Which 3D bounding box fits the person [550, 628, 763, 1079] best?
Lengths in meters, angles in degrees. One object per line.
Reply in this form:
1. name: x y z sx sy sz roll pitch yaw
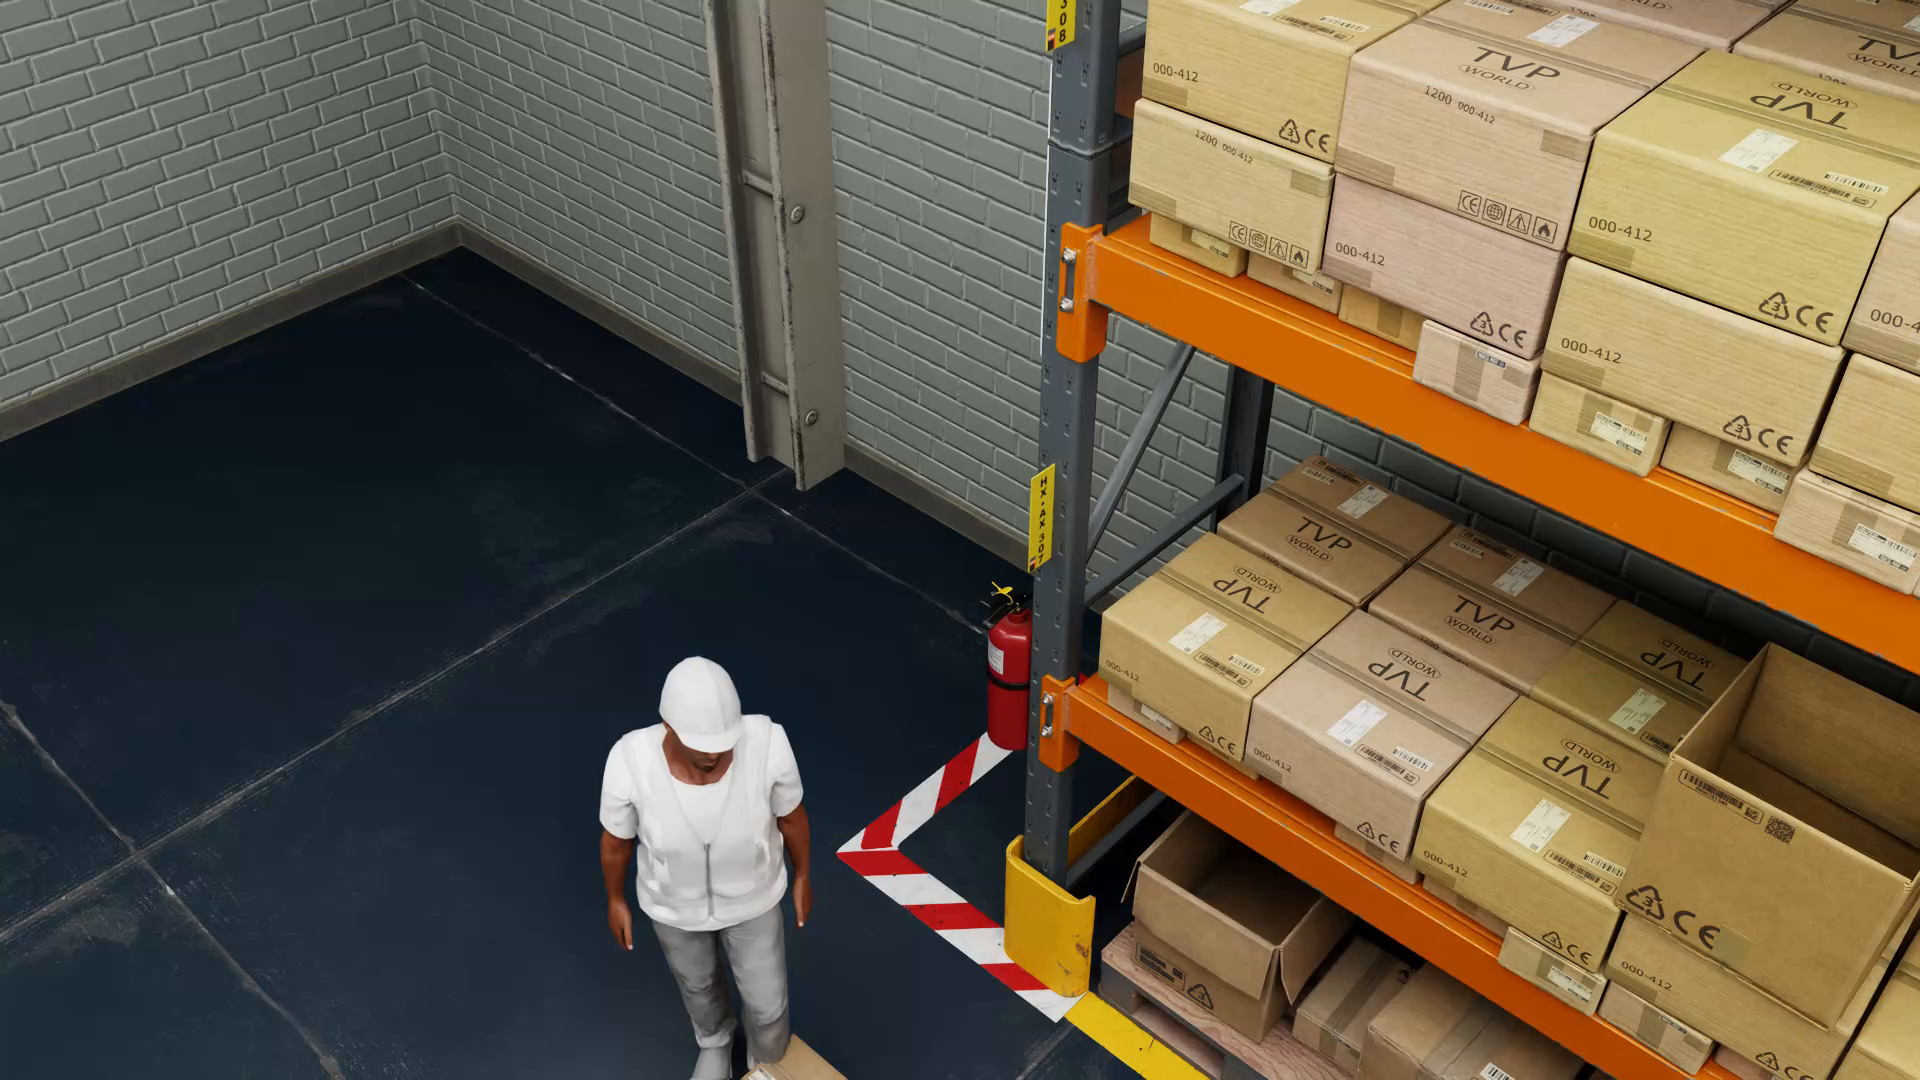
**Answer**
1. person: -0.871 0.952 4.966 0.347 1.764 0.564 31 48 32
